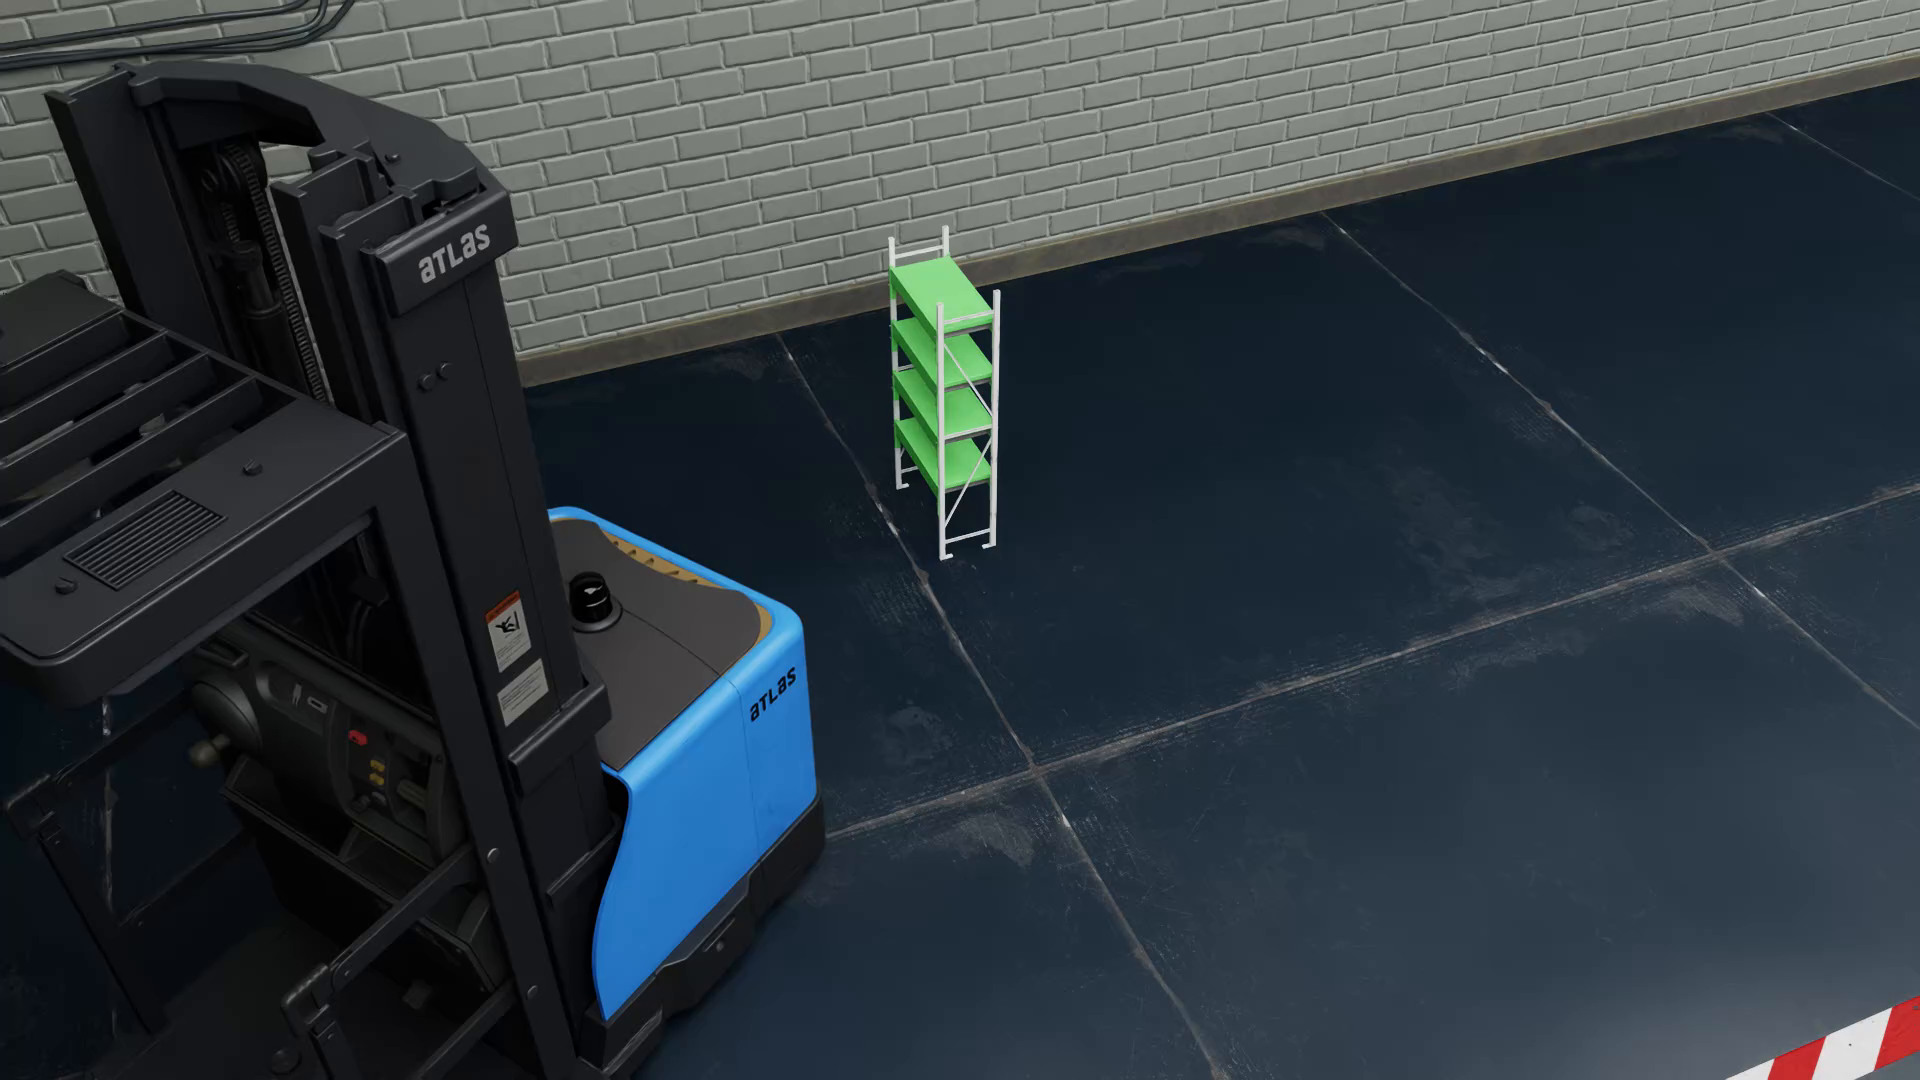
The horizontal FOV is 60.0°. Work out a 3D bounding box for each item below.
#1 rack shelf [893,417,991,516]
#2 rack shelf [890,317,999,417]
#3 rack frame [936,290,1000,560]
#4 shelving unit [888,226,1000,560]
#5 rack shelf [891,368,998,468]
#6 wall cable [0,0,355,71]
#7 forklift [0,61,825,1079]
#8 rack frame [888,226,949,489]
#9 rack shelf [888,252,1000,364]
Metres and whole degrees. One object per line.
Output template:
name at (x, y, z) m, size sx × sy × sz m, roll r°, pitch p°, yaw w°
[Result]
rack shelf at (-0.063, -0.324, 6.673) m, size 0.258 × 0.148 × 0.480 m, roll -15°, pitch 43°, yaw -17°
rack shelf at (-0.063, -0.688, 6.360) m, size 0.258 × 0.148 × 0.480 m, roll -15°, pitch 43°, yaw -17°
rack frame at (0.030, -0.408, 6.304) m, size 0.240 × 1.200 × 0.015 m, roll -15°, pitch 43°, yaw -17°
shelving unit at (-0.063, -0.555, 6.475) m, size 0.258 × 1.200 × 0.503 m, roll -15°, pitch 43°, yaw -17°
rack shelf at (-0.063, -0.506, 6.516) m, size 0.258 × 0.148 × 0.480 m, roll -15°, pitch 43°, yaw -17°
wall cable at (-3.605, -2.473, 5.105) m, size 3.097 × 2.526 × 0.112 m, roll -15°, pitch 43°, yaw -17°
forklift at (-1.675, 0.547, 3.866) m, size 1.130 × 2.935 × 3.031 m, roll 23°, pitch 46°, yaw 25°
rack frame at (-0.157, -0.702, 6.646) m, size 0.240 × 1.200 × 0.015 m, roll -15°, pitch 43°, yaw -17°
rack shelf at (-0.063, -0.870, 6.203) m, size 0.258 × 0.148 × 0.480 m, roll -15°, pitch 43°, yaw -17°
